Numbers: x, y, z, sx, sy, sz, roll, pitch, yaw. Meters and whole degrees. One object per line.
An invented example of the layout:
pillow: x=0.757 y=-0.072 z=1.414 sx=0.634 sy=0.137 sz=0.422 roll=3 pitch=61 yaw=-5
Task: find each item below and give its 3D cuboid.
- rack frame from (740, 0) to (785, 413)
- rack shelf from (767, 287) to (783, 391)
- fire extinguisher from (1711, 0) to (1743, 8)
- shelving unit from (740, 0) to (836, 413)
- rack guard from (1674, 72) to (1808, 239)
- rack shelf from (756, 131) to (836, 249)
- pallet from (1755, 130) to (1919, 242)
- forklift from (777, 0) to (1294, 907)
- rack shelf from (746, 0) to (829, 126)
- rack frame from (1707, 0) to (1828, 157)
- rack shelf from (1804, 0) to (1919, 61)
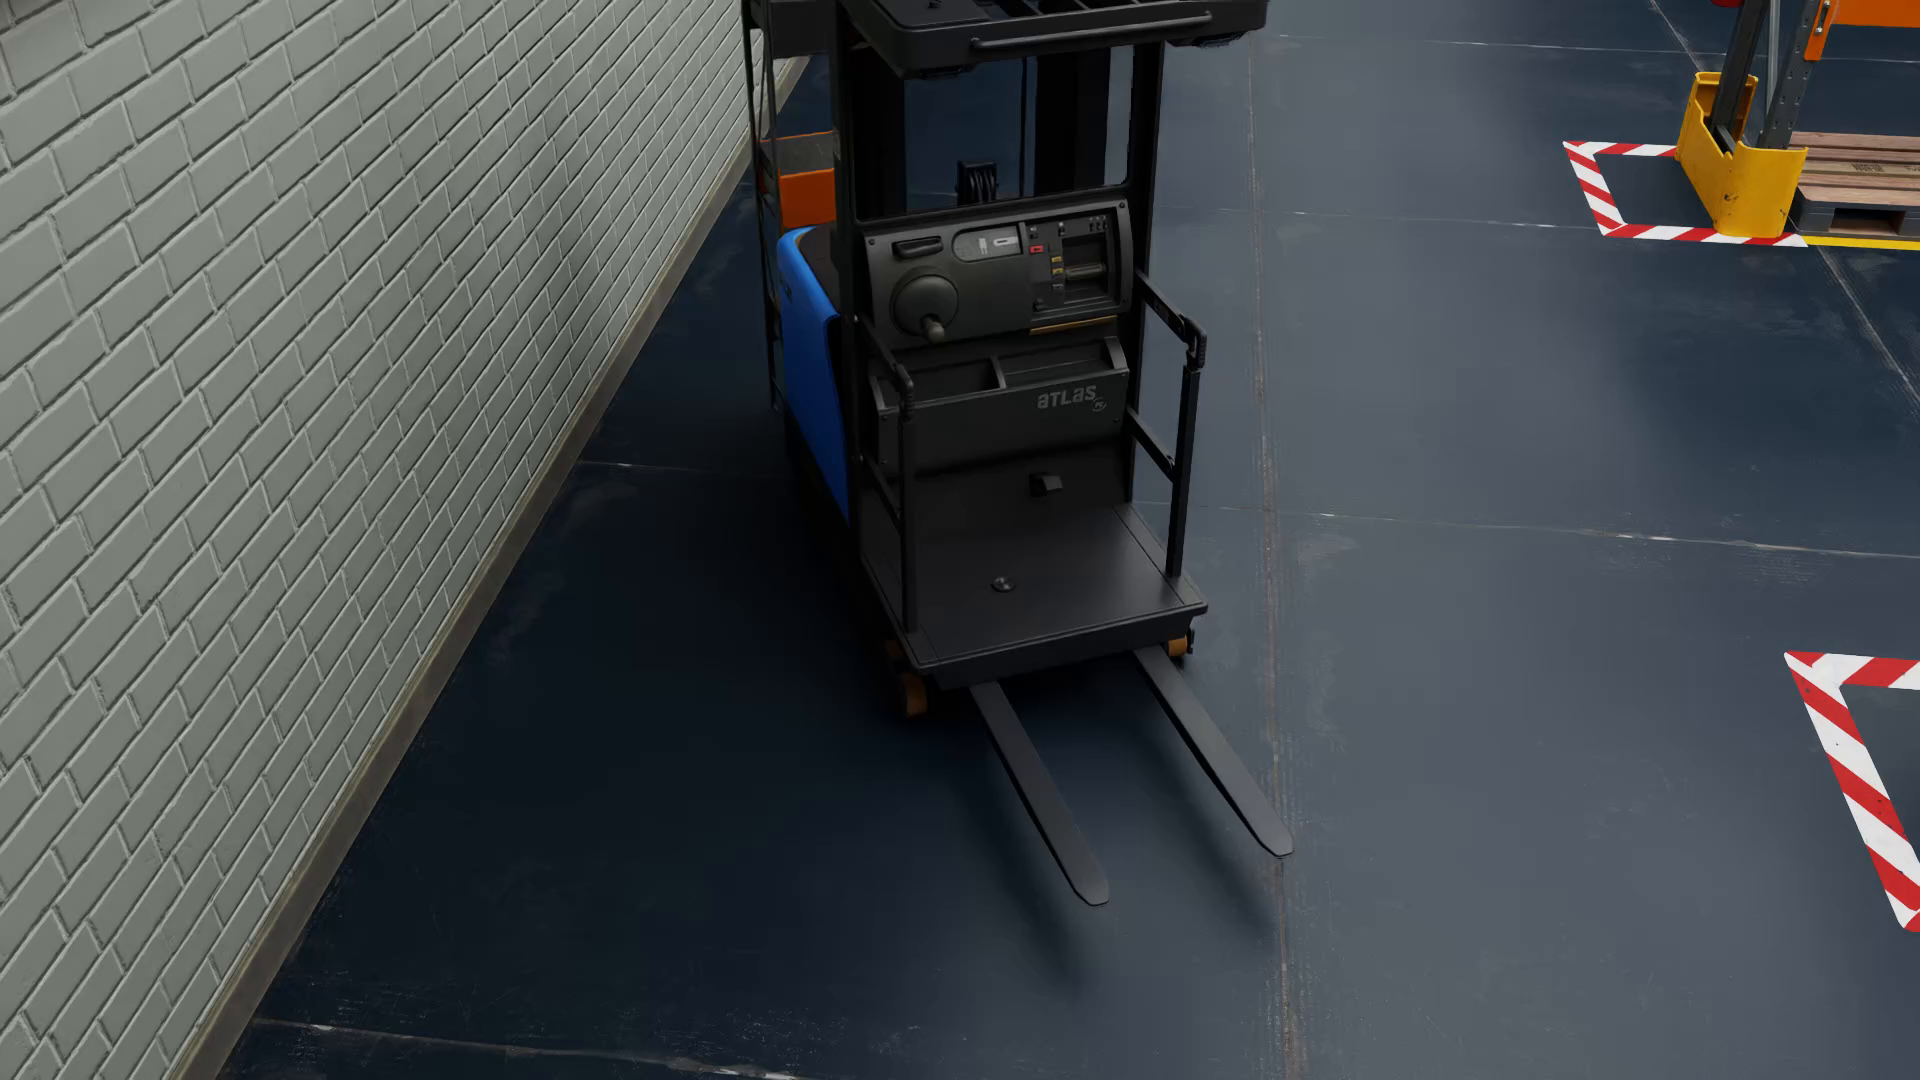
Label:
rack frame: x=-0.792 y=-1.373 z=6.866 sx=0.015 sy=2.100 sz=0.400 roll=-12 pitch=37 yaw=-16
rack shelf: x=-0.562 y=-0.840 z=7.348 sx=0.480 sy=0.518 sz=0.431 roll=-12 pitch=37 yaw=-16
fire extinguisher: x=4.319 y=-3.300 z=9.179 sx=0.183 sy=0.674 sz=0.296 roll=4 pitch=36 yaw=6
shelving unit: x=-0.562 y=-1.421 z=6.933 sx=0.503 sy=2.100 sz=0.431 roll=-12 pitch=37 yaw=-16
rack guard: x=4.385 y=-2.187 z=9.384 sx=0.348 sy=0.500 sz=1.175 roll=4 pitch=36 yaw=6
rack shelf: x=-0.562 y=-1.410 z=6.941 sx=0.480 sy=0.518 sz=0.431 roll=-12 pitch=37 yaw=-16
pallet: x=5.224 y=-1.992 z=9.359 sx=1.213 sy=0.211 sz=1.003 roll=4 pitch=36 yaw=6
forklift: x=0.210 y=-0.835 z=5.397 sx=1.130 sy=2.935 sz=3.031 roll=-11 pitch=37 yaw=-15
rack shelf: x=-0.562 y=-1.979 z=6.534 sx=0.480 sy=0.518 sz=0.431 roll=-12 pitch=37 yaw=-16
rack frame: x=4.411 y=-3.210 z=8.666 sx=0.127 sy=3.000 sz=1.000 roll=4 pitch=36 yaw=6
rack shelf: x=6.395 y=-2.770 z=8.668 sx=4.000 sy=0.370 sz=1.077 roll=4 pitch=36 yaw=6
